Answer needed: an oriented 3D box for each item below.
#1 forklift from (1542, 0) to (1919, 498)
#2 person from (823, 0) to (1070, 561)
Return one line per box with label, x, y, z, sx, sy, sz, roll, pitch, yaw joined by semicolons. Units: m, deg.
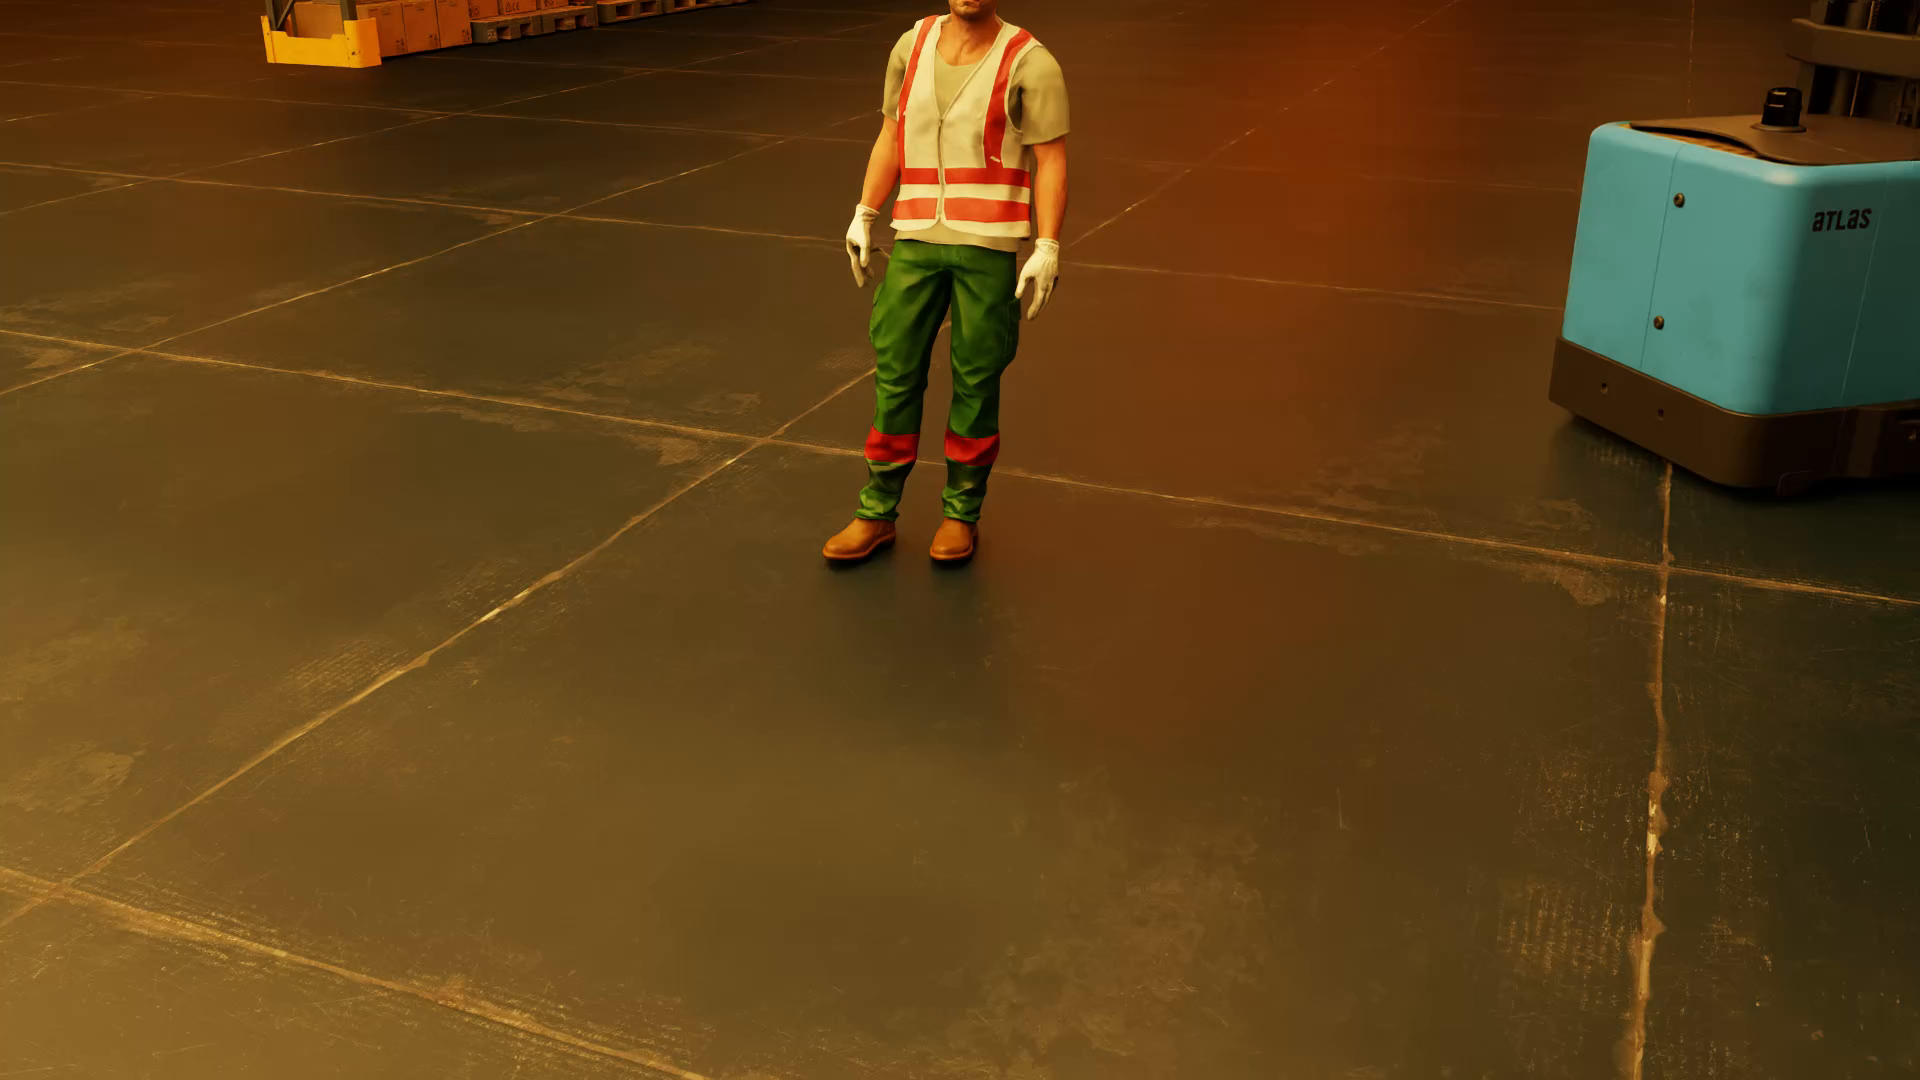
forklift;3.728;-1.797;5.592;3.031;2.935;1.130;-6;24;-15
person;-0.042;-0.805;4.680;0.637;1.790;0.562;9;24;21
